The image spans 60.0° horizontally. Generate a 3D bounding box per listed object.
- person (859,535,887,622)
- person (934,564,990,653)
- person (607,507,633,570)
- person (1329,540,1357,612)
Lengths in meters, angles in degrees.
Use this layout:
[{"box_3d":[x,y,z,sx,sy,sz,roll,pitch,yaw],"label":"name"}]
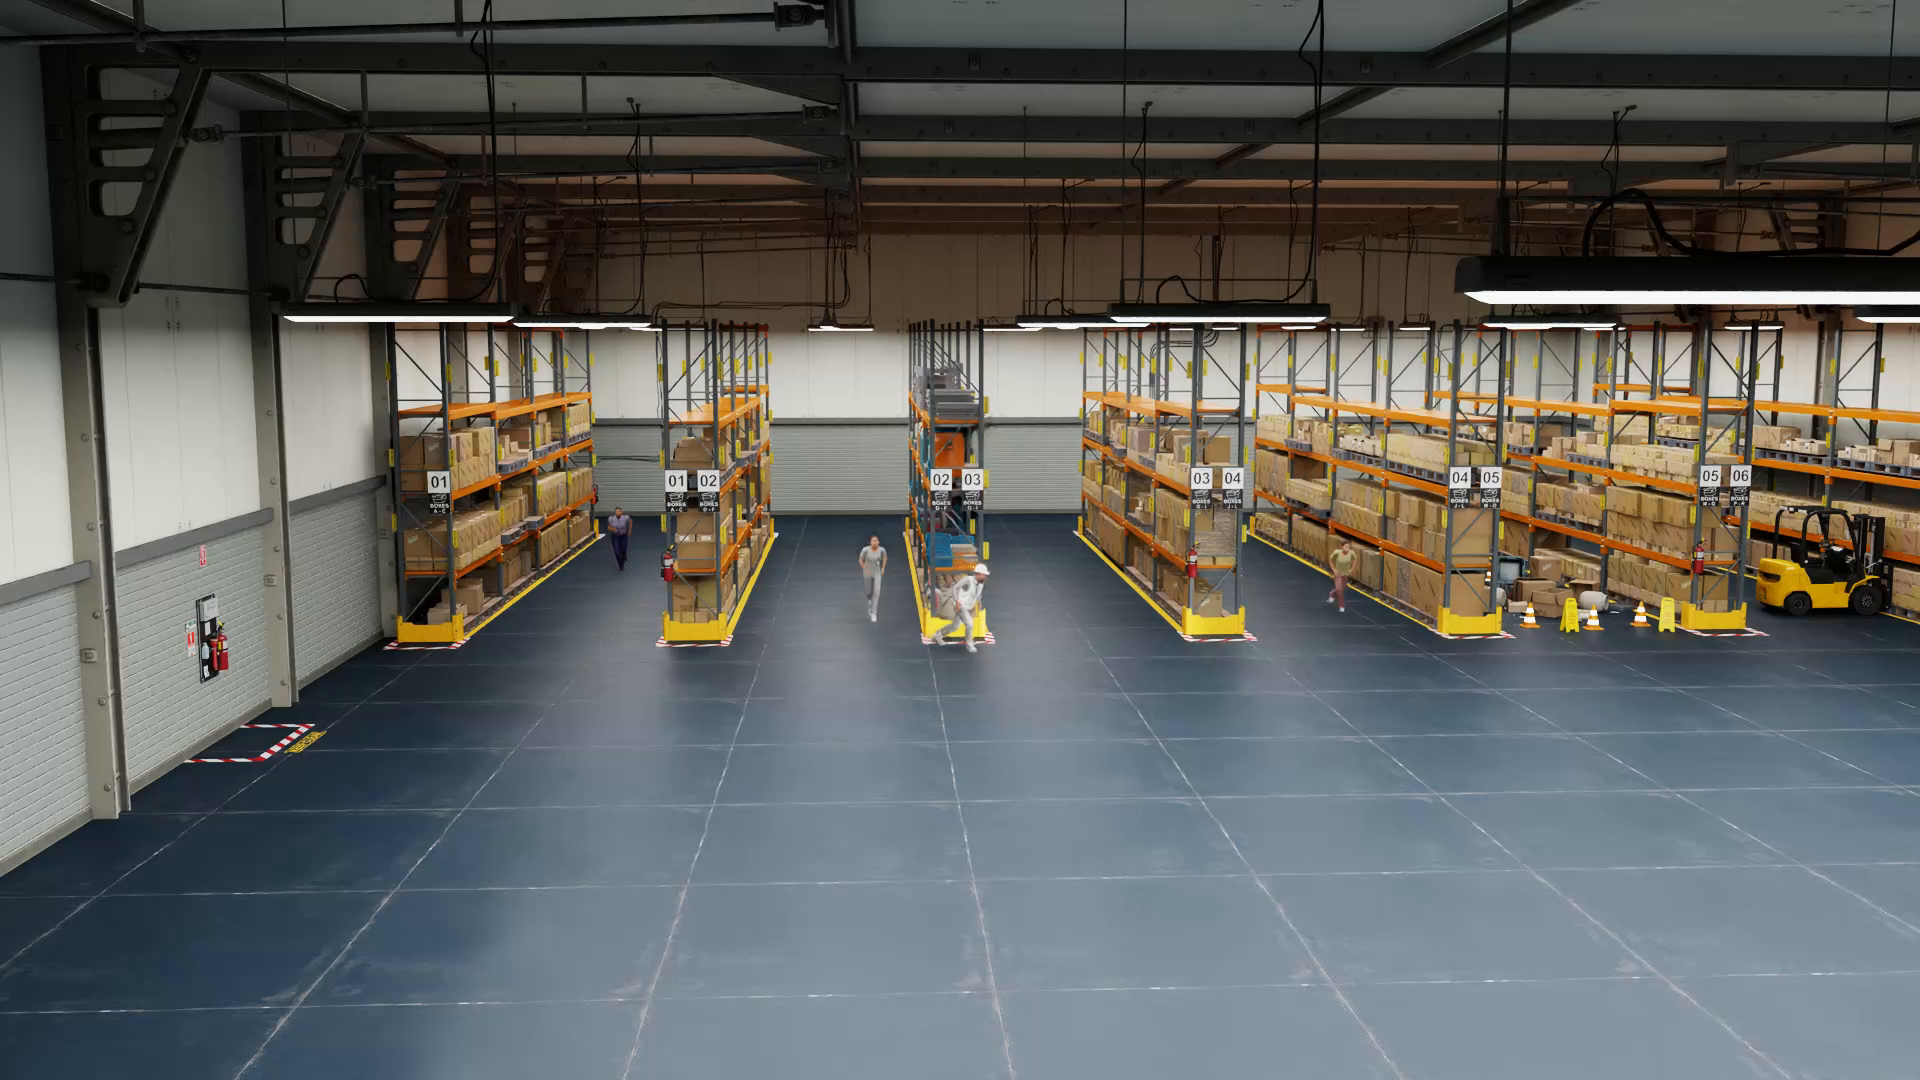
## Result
[{"box_3d":[-1.713,0.701,32.665,0.564,1.659,1.060,-1,7,-7],"label":"person"},{"box_3d":[0.037,1.214,30.239,1.133,1.625,0.644,5,9,34],"label":"person"},{"box_3d":[-8.259,-0.023,40.397,0.593,1.561,0.665,-1,7,-7],"label":"person"},{"box_3d":[7.946,0.714,34.672,0.593,1.526,0.928,0,7,-3],"label":"person"}]
